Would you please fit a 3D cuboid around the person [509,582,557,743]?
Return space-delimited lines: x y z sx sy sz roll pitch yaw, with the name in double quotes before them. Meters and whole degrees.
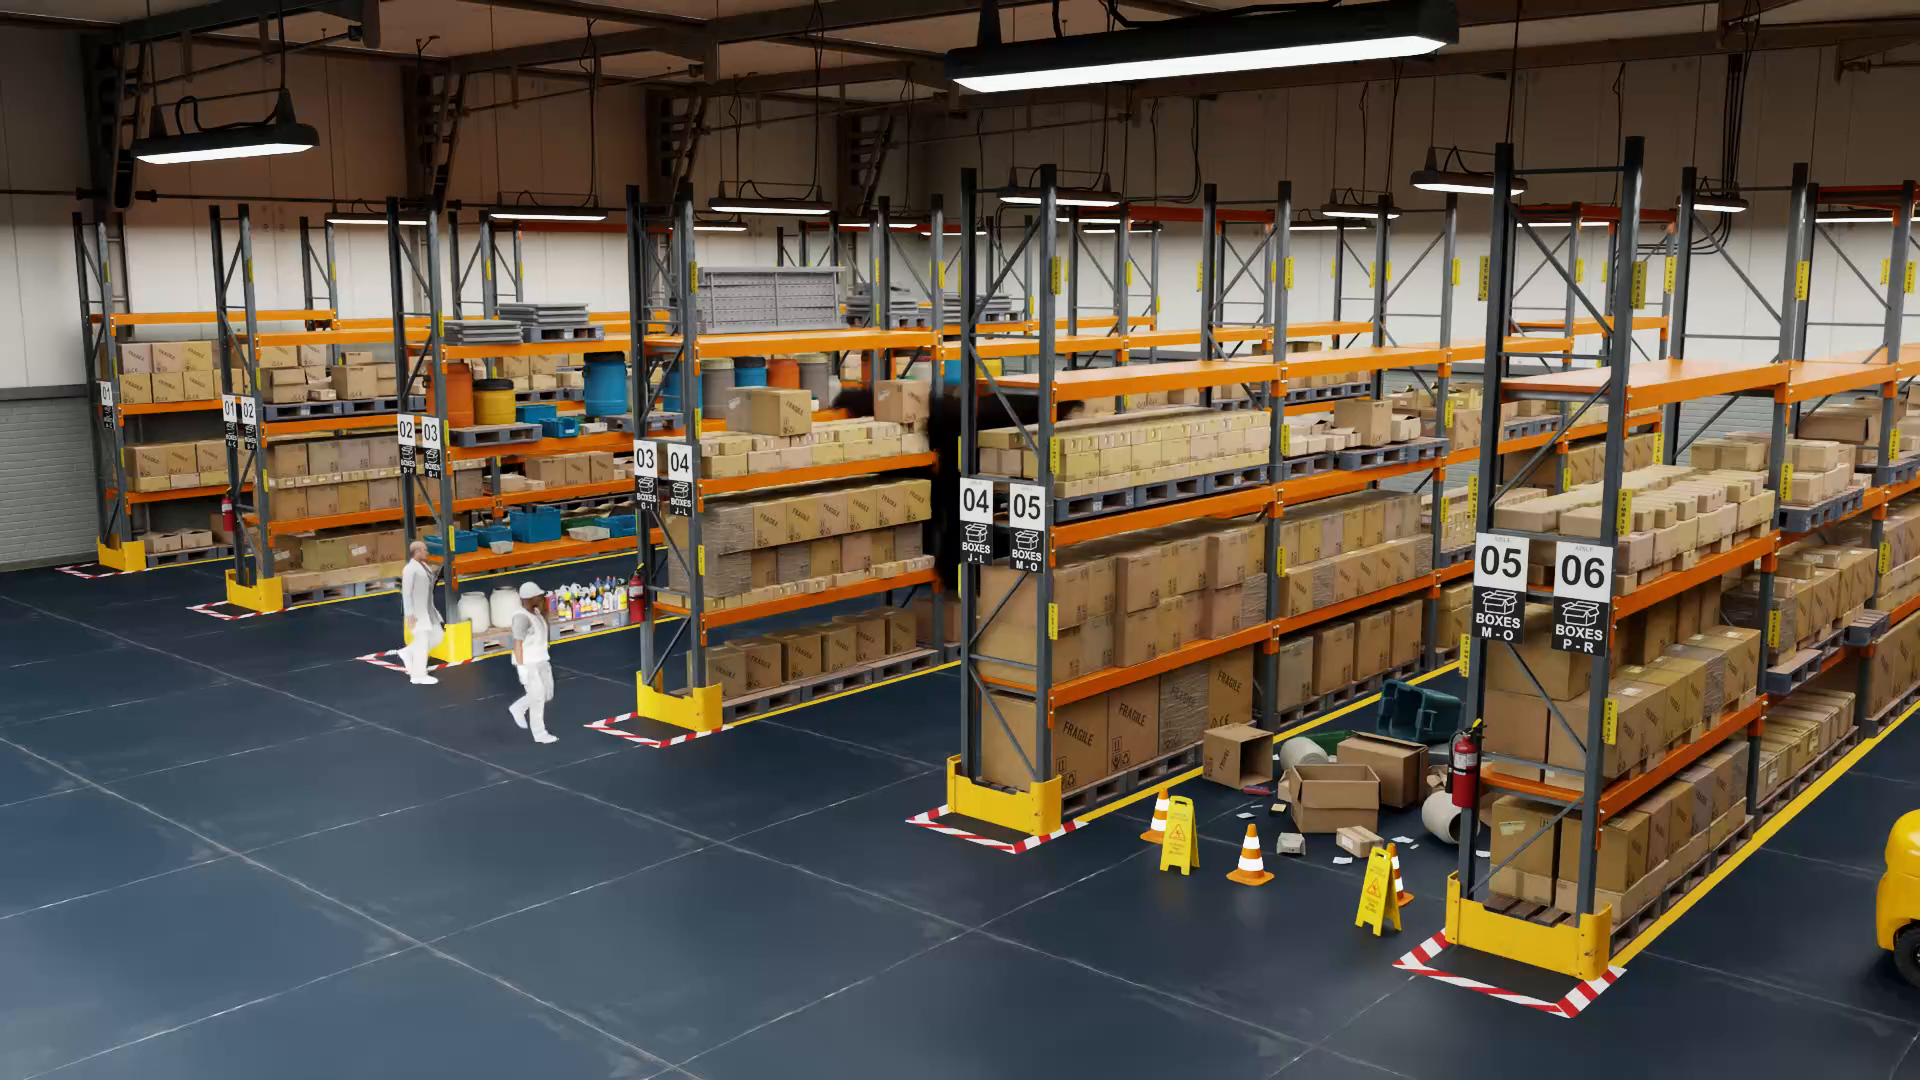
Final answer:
"person" -4.712 1.322 18.023 0.746 1.764 0.568 4 10 25

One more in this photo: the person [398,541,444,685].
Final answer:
"person" -6.741 0.892 20.583 0.622 1.762 0.648 2 10 11
